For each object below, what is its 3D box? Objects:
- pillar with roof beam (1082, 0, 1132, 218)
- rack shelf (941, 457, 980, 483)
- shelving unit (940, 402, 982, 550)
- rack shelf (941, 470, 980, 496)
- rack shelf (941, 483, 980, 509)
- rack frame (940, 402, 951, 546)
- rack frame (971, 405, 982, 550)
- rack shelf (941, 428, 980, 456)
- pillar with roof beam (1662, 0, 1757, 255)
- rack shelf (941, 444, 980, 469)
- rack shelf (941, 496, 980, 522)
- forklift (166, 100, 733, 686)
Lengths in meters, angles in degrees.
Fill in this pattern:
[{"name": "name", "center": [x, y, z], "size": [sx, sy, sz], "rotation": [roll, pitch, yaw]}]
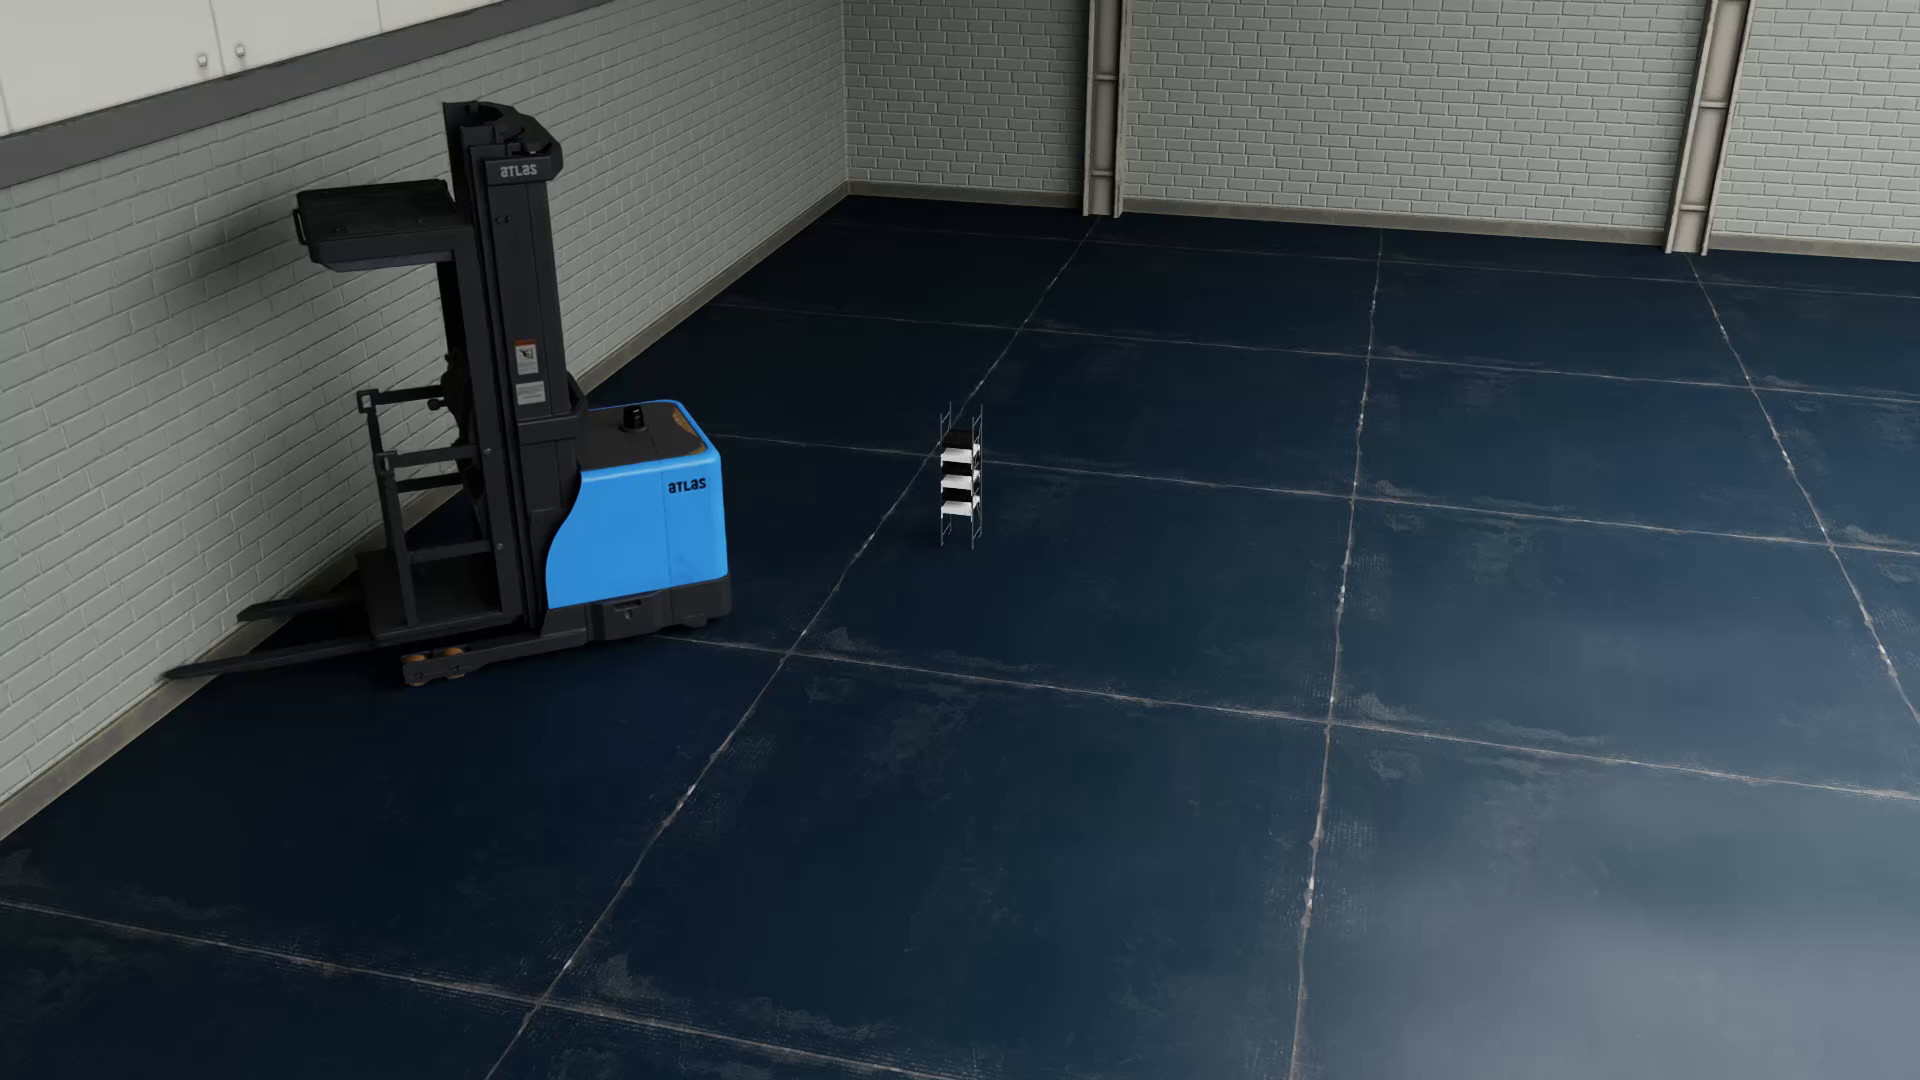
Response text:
[{"name": "pillar with roof beam", "center": [0.499, -5.870, 12.611], "size": [0.400, 9.000, 9.100], "rotation": [6, 26, 13]}, {"name": "rack shelf", "center": [0.008, -0.457, 10.530], "size": [0.200, 0.077, 0.258], "rotation": [6, 26, 13]}, {"name": "shelving unit", "center": [0.008, -0.405, 10.555], "size": [0.210, 0.900, 0.258], "rotation": [6, 26, 13]}, {"name": "rack shelf", "center": [0.008, -0.375, 10.569], "size": [0.200, 0.077, 0.258], "rotation": [6, 26, 13]}, {"name": "rack shelf", "center": [0.008, -0.294, 10.608], "size": [0.200, 0.077, 0.258], "rotation": [6, 26, 13]}, {"name": "rack frame", "center": [-0.091, -0.416, 10.578], "size": [0.006, 0.900, 0.240], "rotation": [6, 26, 13]}, {"name": "rack frame", "center": [0.106, -0.395, 10.532], "size": [0.006, 0.900, 0.240], "rotation": [6, 26, 13]}, {"name": "rack shelf", "center": [0.008, -0.619, 10.453], "size": [0.200, 0.077, 0.258], "rotation": [6, 26, 13]}, {"name": "pillar with roof beam", "center": [6.310, -5.228, 11.262], "size": [0.400, 9.000, 9.100], "rotation": [6, 26, 13]}, {"name": "rack shelf", "center": [0.008, -0.538, 10.492], "size": [0.200, 0.077, 0.258], "rotation": [6, 26, 13]}, {"name": "rack shelf", "center": [0.008, -0.213, 10.646], "size": [0.200, 0.077, 0.258], "rotation": [6, 26, 13]}, {"name": "forklift", "center": [-2.897, -0.785, 8.990], "size": [3.031, 2.935, 1.130], "rotation": [-10, 27, -20]}]
